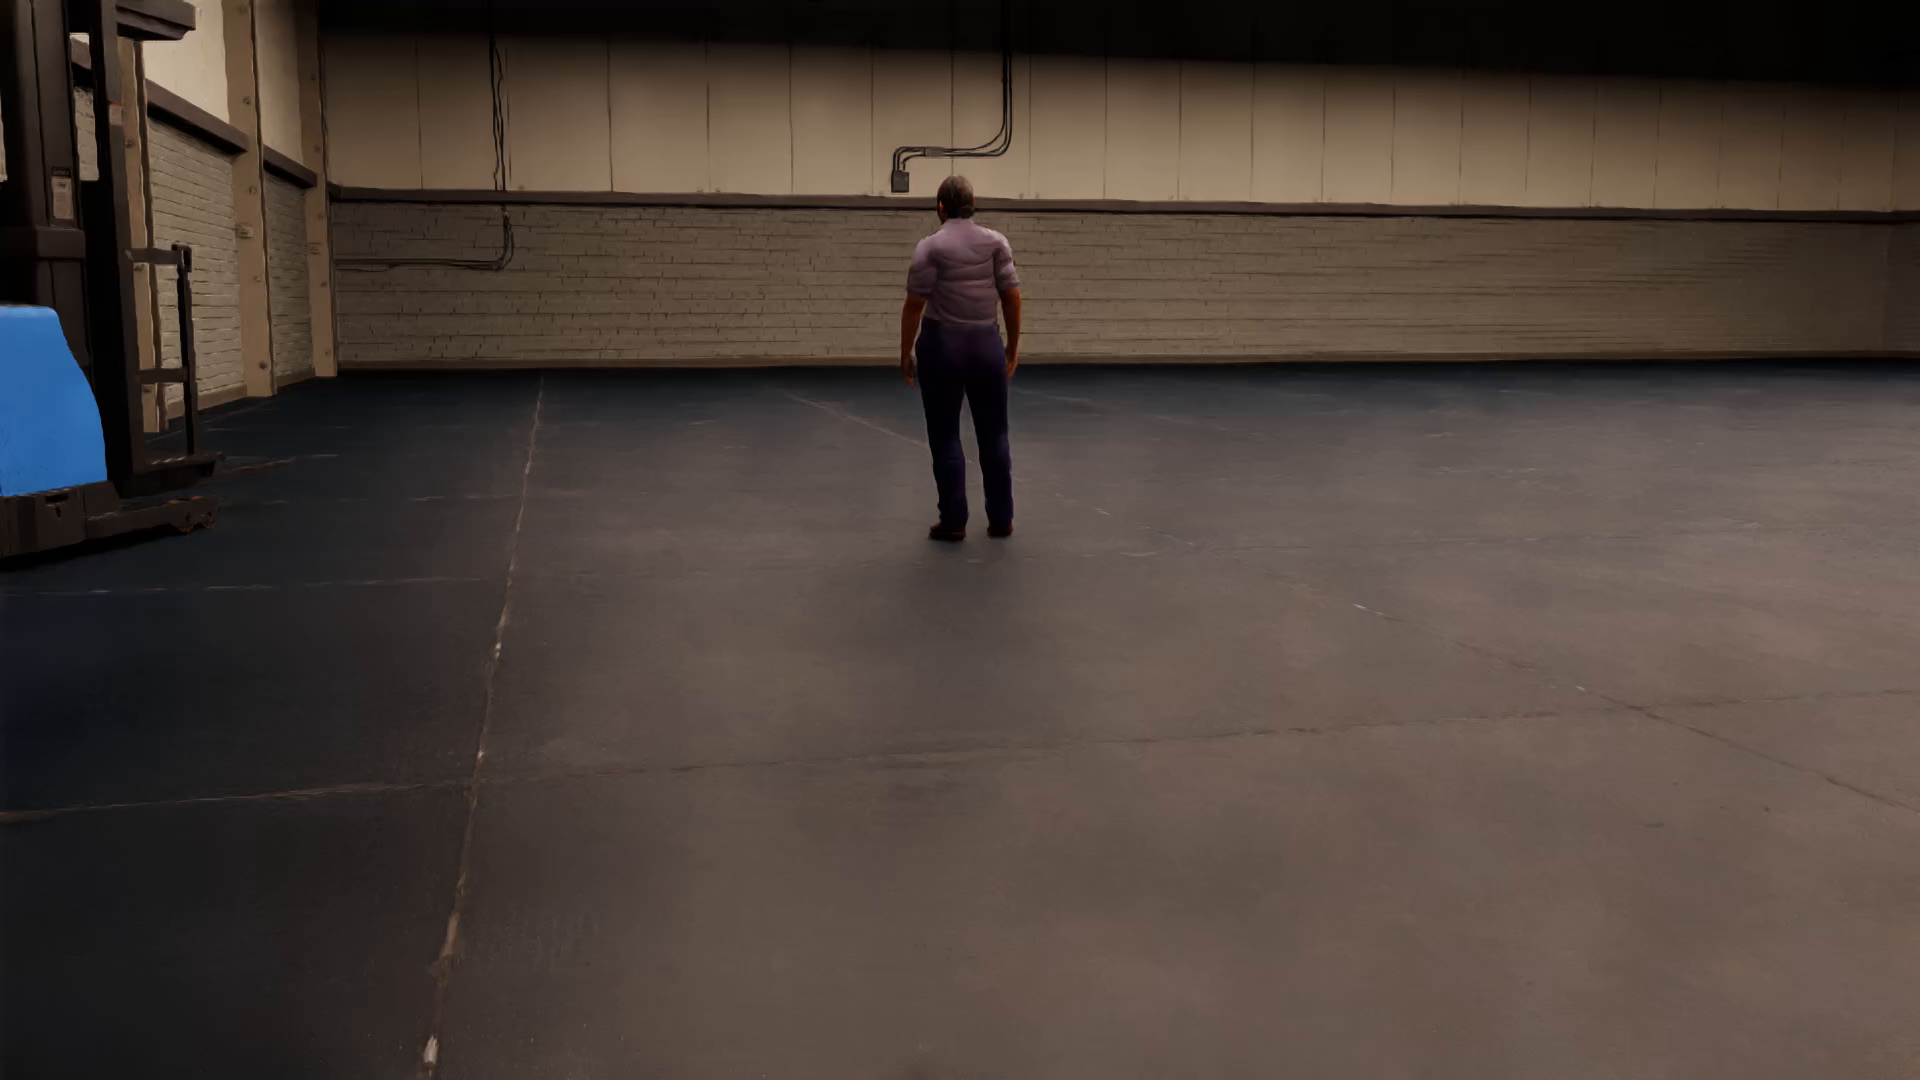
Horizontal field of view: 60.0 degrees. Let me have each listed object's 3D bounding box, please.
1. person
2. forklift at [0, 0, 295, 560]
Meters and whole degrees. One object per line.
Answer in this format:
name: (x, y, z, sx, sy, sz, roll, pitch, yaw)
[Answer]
person: (0.001, -0.836, 7.684, 0.599, 1.650, 0.502, -2, 8, -13)
forklift: (-4.231, -1.479, 7.702, 1.130, 2.935, 3.031, 1, 8, 6)
